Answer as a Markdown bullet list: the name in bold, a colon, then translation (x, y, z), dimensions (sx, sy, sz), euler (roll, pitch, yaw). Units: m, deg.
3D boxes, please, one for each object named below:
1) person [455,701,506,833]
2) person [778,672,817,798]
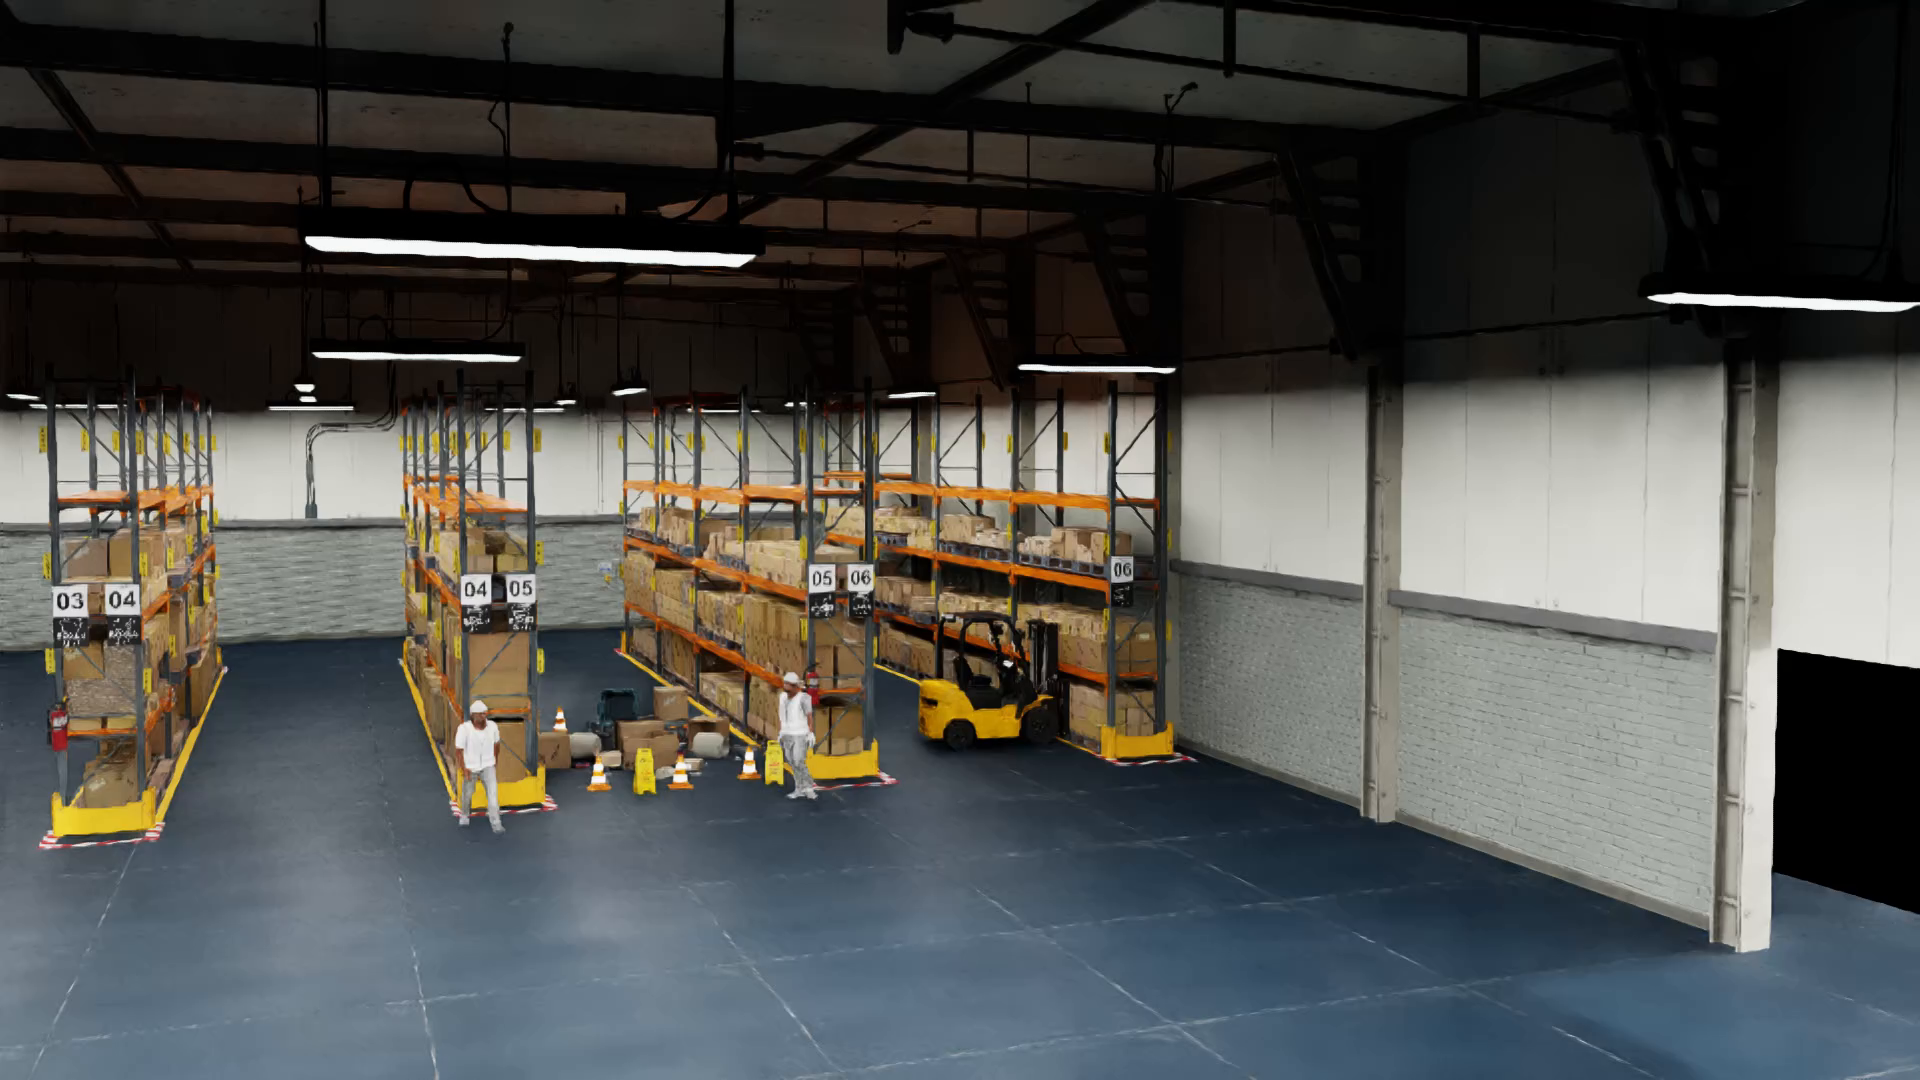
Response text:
- **person**: translation (-6.184, 2.895, 21.361), dimensions (0.598, 1.690, 1.094), euler (-2, 4, -30)
- **person**: translation (-2.293, 2.735, 23.339), dimensions (0.637, 1.779, 0.389), euler (2, 4, 36)
